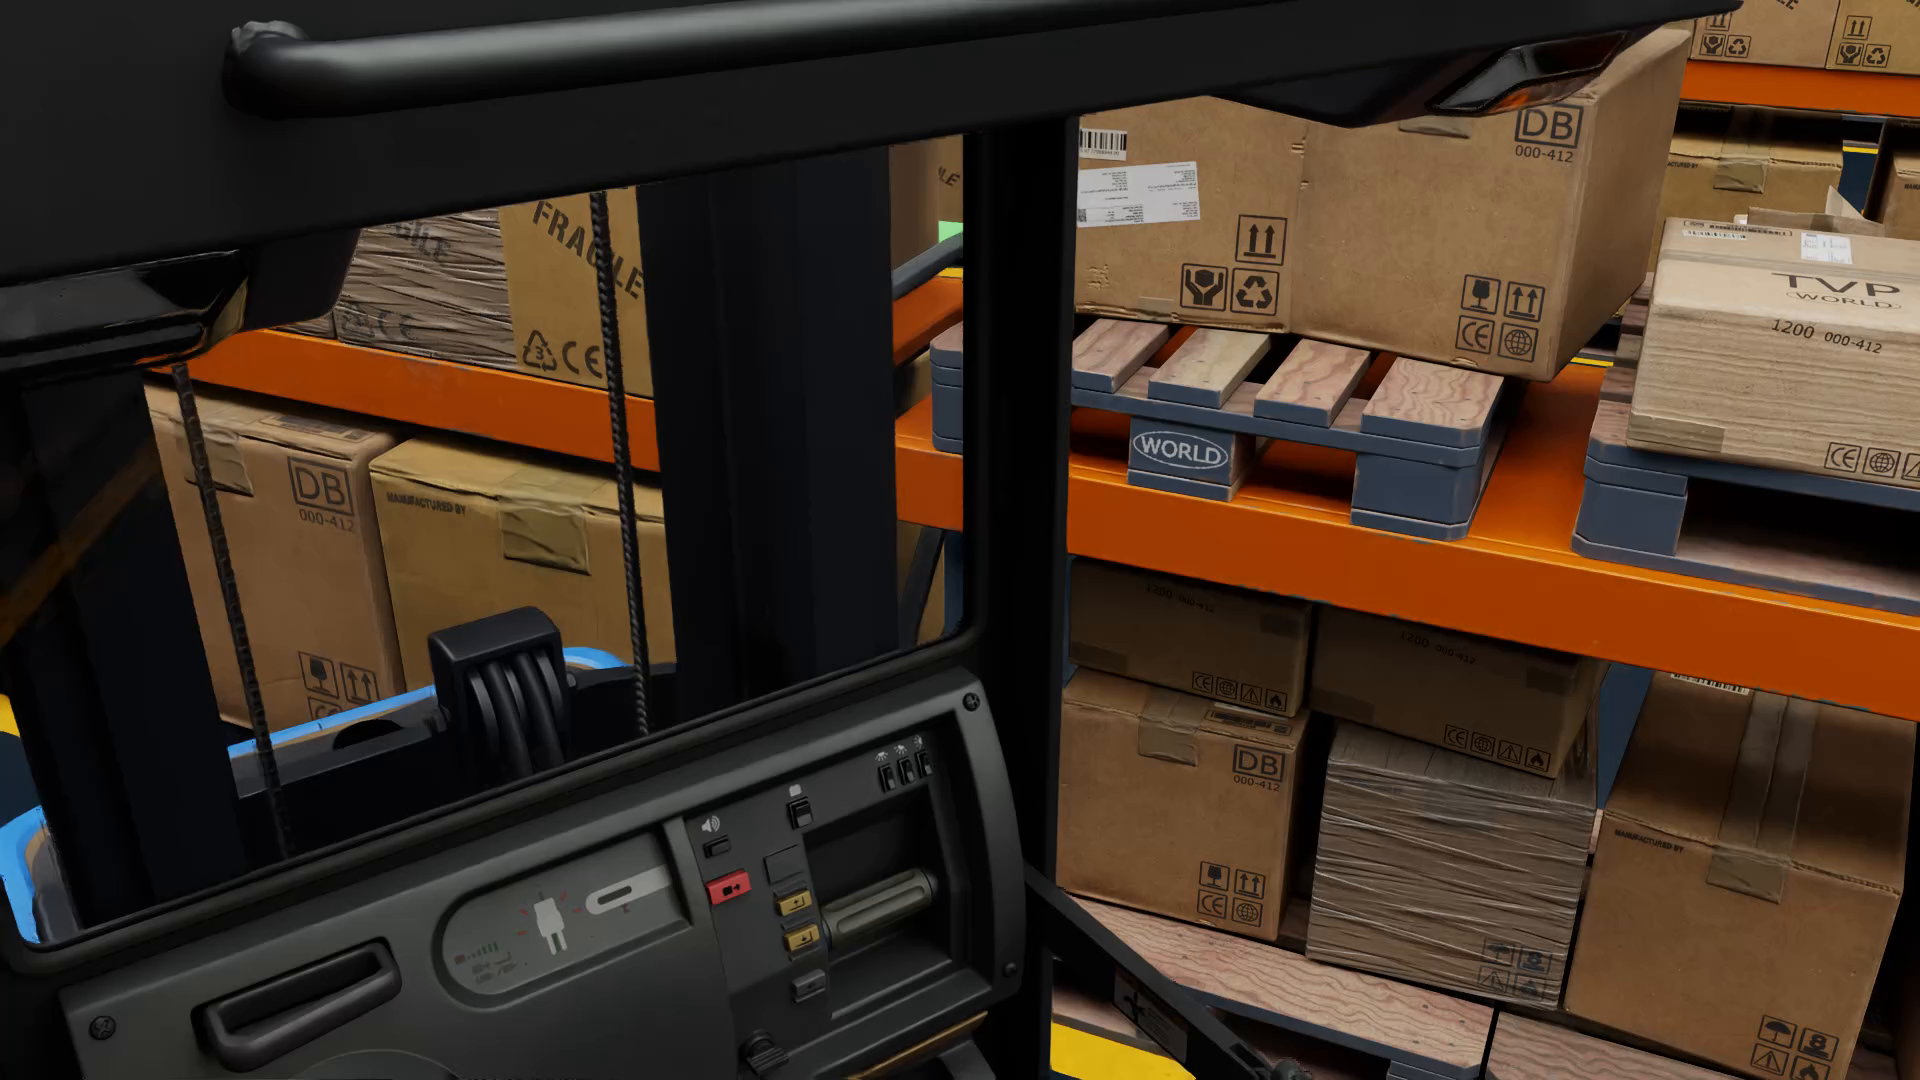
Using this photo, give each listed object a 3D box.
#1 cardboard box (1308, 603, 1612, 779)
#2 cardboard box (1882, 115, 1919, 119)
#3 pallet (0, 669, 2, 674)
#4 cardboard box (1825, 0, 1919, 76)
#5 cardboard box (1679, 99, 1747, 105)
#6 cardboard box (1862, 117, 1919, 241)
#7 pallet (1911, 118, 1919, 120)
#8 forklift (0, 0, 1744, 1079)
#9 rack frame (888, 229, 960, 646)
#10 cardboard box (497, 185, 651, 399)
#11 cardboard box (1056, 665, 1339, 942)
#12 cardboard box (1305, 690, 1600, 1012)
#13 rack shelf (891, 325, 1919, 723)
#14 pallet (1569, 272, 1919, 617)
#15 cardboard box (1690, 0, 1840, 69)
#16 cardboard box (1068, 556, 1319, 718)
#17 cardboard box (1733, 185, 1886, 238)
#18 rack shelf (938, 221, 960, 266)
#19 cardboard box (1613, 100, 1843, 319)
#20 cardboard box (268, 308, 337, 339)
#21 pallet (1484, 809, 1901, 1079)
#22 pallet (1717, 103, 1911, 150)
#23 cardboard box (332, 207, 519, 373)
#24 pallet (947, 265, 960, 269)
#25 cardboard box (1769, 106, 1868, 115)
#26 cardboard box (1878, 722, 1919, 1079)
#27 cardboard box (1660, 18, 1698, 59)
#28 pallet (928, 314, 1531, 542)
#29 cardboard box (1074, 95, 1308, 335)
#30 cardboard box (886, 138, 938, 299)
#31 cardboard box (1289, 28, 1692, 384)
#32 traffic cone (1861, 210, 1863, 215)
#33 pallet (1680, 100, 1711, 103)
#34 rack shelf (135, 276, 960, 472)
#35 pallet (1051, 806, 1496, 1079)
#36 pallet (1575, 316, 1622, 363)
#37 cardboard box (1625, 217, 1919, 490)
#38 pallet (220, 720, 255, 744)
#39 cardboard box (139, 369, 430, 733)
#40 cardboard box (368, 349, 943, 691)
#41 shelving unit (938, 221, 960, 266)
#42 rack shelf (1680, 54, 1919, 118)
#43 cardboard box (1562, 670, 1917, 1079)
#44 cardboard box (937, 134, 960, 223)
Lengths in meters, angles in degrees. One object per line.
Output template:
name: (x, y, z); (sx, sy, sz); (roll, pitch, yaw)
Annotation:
cardboard box: (1.053, 0.199, 3.433); (0.500, 0.250, 0.500); (15, 30, 28)
cardboard box: (6.553, -3.080, 11.109); (0.625, 0.372, 0.950); (13, 29, 25)
pallet: (-2.964, 0.038, 5.433); (1.213, 0.211, 1.003); (11, 28, 22)
cardboard box: (3.761, -2.146, 6.599); (0.500, 0.500, 0.500); (11, 28, 21)
cardboard box: (5.231, -3.347, 11.652); (0.625, 0.372, 0.950); (11, 28, 21)
cardboard box: (4.251, -1.271, 7.007); (0.750, 0.750, 1.050); (11, 28, 22)
pallet: (6.978, -2.736, 11.068); (1.213, 0.211, 1.003); (11, 28, 22)
forklift: (-0.210, 0.470, 1.477); (1.130, 2.935, 3.031); (-17, 31, -31)
rack frame: (-0.057, -0.592, 3.556); (0.127, 3.000, 1.000); (11, 28, 22)
cardboard box: (-0.608, -0.627, 3.515); (0.500, 0.500, 0.500); (12, 29, 23)
cardboard box: (0.562, 0.447, 3.779); (0.500, 0.500, 0.700); (10, 28, 19)
cardboard box: (1.072, 0.543, 3.583); (0.500, 0.500, 0.700); (9, 28, 18)
rack shelf: (1.764, 0.096, 2.973); (4.000, 0.370, 1.077); (11, 28, 22)
pallet: (1.762, -0.160, 2.897); (1.213, 0.211, 1.003); (11, 28, 22)
cardboard box: (3.308, -2.238, 6.786); (0.500, 0.500, 0.500); (11, 28, 22)
cardboard box: (0.566, 0.106, 3.621); (0.500, 0.250, 0.500); (13, 29, 24)
cardboard box: (1.573, -0.524, 3.095); (0.258, 0.266, 0.396); (11, 28, 20)
rack shelf: (-0.151, -0.942, 5.363); (0.480, 0.148, 0.258); (11, 28, 22)
cardboard box: (3.403, -1.441, 7.352); (0.750, 0.750, 1.050); (12, 29, 23)
cardboard box: (-1.534, -0.815, 3.895); (0.500, 0.500, 0.500); (10, 28, 20)
pallet: (1.761, 1.026, 3.427); (1.213, 0.211, 1.003); (11, 28, 22)
pallet: (5.863, -2.959, 11.520); (1.213, 0.211, 1.003); (11, 28, 22)
cardboard box: (-1.060, -0.721, 3.705); (0.500, 0.500, 0.500); (11, 28, 21)
pallet: (0.271, -1.684, 8.931); (1.213, 0.211, 1.003); (11, 28, 22)
cardboard box: (5.919, -3.206, 11.366); (0.625, 0.372, 0.950); (12, 29, 23)
cardboard box: (2.099, 0.746, 3.171); (0.500, 0.500, 0.700); (9, 28, 17)
cardboard box: (2.850, -2.330, 6.974); (0.500, 0.500, 0.500); (11, 28, 21)
pallet: (0.636, -0.418, 3.421); (1.003, 0.211, 1.213); (11, 28, 22)
cardboard box: (0.452, -0.743, 3.274); (0.500, 0.500, 0.500); (8, 27, 15)
cardboard box: (-0.386, -0.835, 3.937); (0.500, 0.500, 0.500); (12, 29, 23)
cardboard box: (1.001, -0.681, 3.148); (0.500, 0.500, 0.700); (16, 30, 29)
traffic cone: (5.301, -2.022, 9.333); (0.334, 0.463, 0.336); (11, 28, 22)
pallet: (4.756, -3.182, 11.974); (1.213, 0.211, 1.003); (11, 28, 22)
rack shelf: (-1.877, -0.635, 4.458); (4.000, 0.370, 1.077); (11, 28, 22)
pallet: (0.654, 0.803, 3.881); (1.213, 0.211, 1.003); (11, 28, 22)
pallet: (2.775, -1.142, 7.831); (1.213, 0.211, 1.003); (11, 28, 22)
cardboard box: (1.374, -0.314, 2.687); (0.500, 0.250, 0.500); (11, 28, 20)
pallet: (-1.850, 0.261, 4.981); (1.213, 0.211, 1.003); (11, 28, 22)
cardboard box: (-1.484, -0.128, 4.544); (0.875, 0.875, 1.225); (11, 28, 22)
cardboard box: (-0.676, 0.038, 4.206); (0.875, 0.875, 1.225); (10, 28, 19)
shelving unit: (-0.151, -0.569, 5.546); (0.503, 1.200, 0.258); (11, 28, 22)
rack shelf: (3.909, -1.879, 6.986); (4.000, 0.370, 1.077); (11, 28, 22)
cardboard box: (1.591, 0.644, 3.378); (0.500, 0.500, 0.700); (14, 29, 26)
cardboard box: (-0.025, -1.938, 8.645); (0.500, 0.500, 0.500); (12, 29, 23)
